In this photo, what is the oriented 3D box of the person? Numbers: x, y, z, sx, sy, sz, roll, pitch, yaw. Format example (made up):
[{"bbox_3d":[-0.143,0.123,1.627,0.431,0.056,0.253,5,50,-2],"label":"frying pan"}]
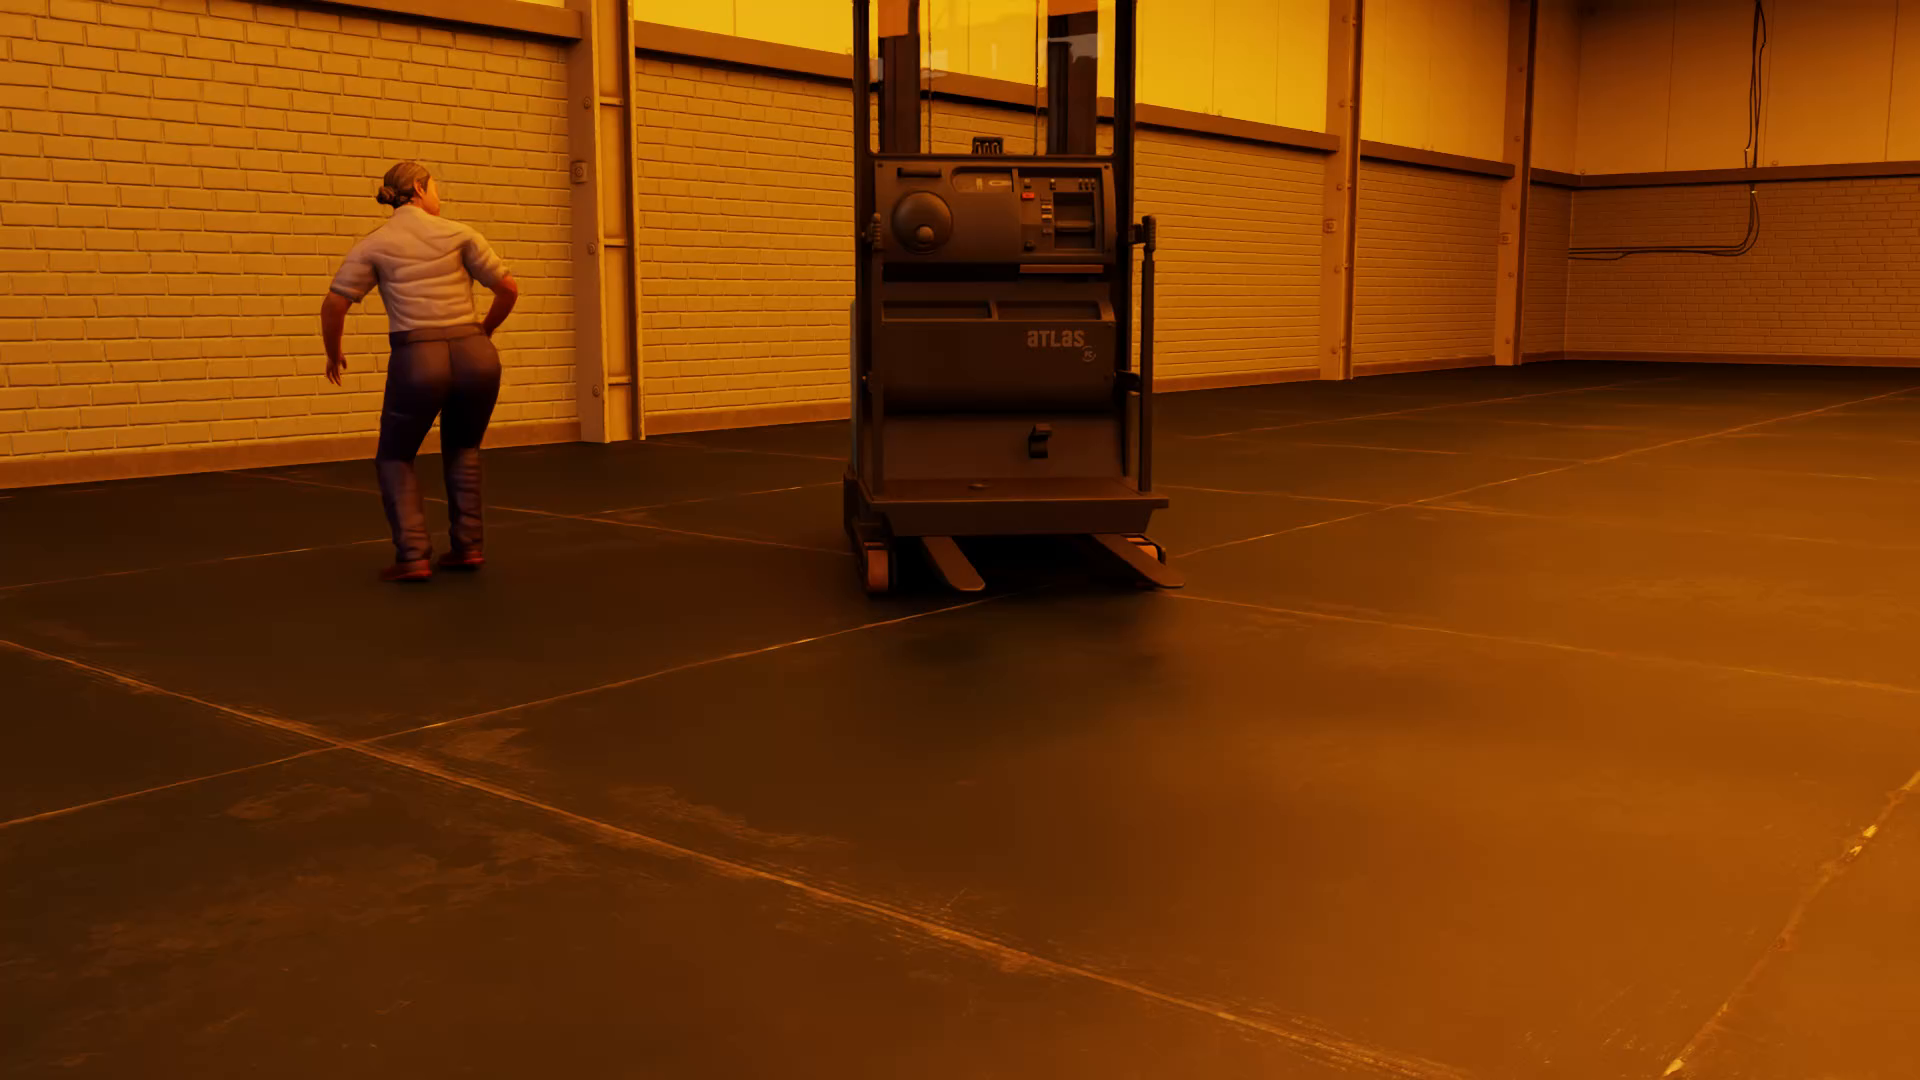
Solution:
[{"bbox_3d":[-2.073,-0.639,6.414,0.715,1.591,0.514,-5,10,-29],"label":"person"}]

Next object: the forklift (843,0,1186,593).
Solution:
[{"bbox_3d":[0.162,-1.306,6.208,1.130,2.935,3.031,-1,8,-6],"label":"forklift"}]
